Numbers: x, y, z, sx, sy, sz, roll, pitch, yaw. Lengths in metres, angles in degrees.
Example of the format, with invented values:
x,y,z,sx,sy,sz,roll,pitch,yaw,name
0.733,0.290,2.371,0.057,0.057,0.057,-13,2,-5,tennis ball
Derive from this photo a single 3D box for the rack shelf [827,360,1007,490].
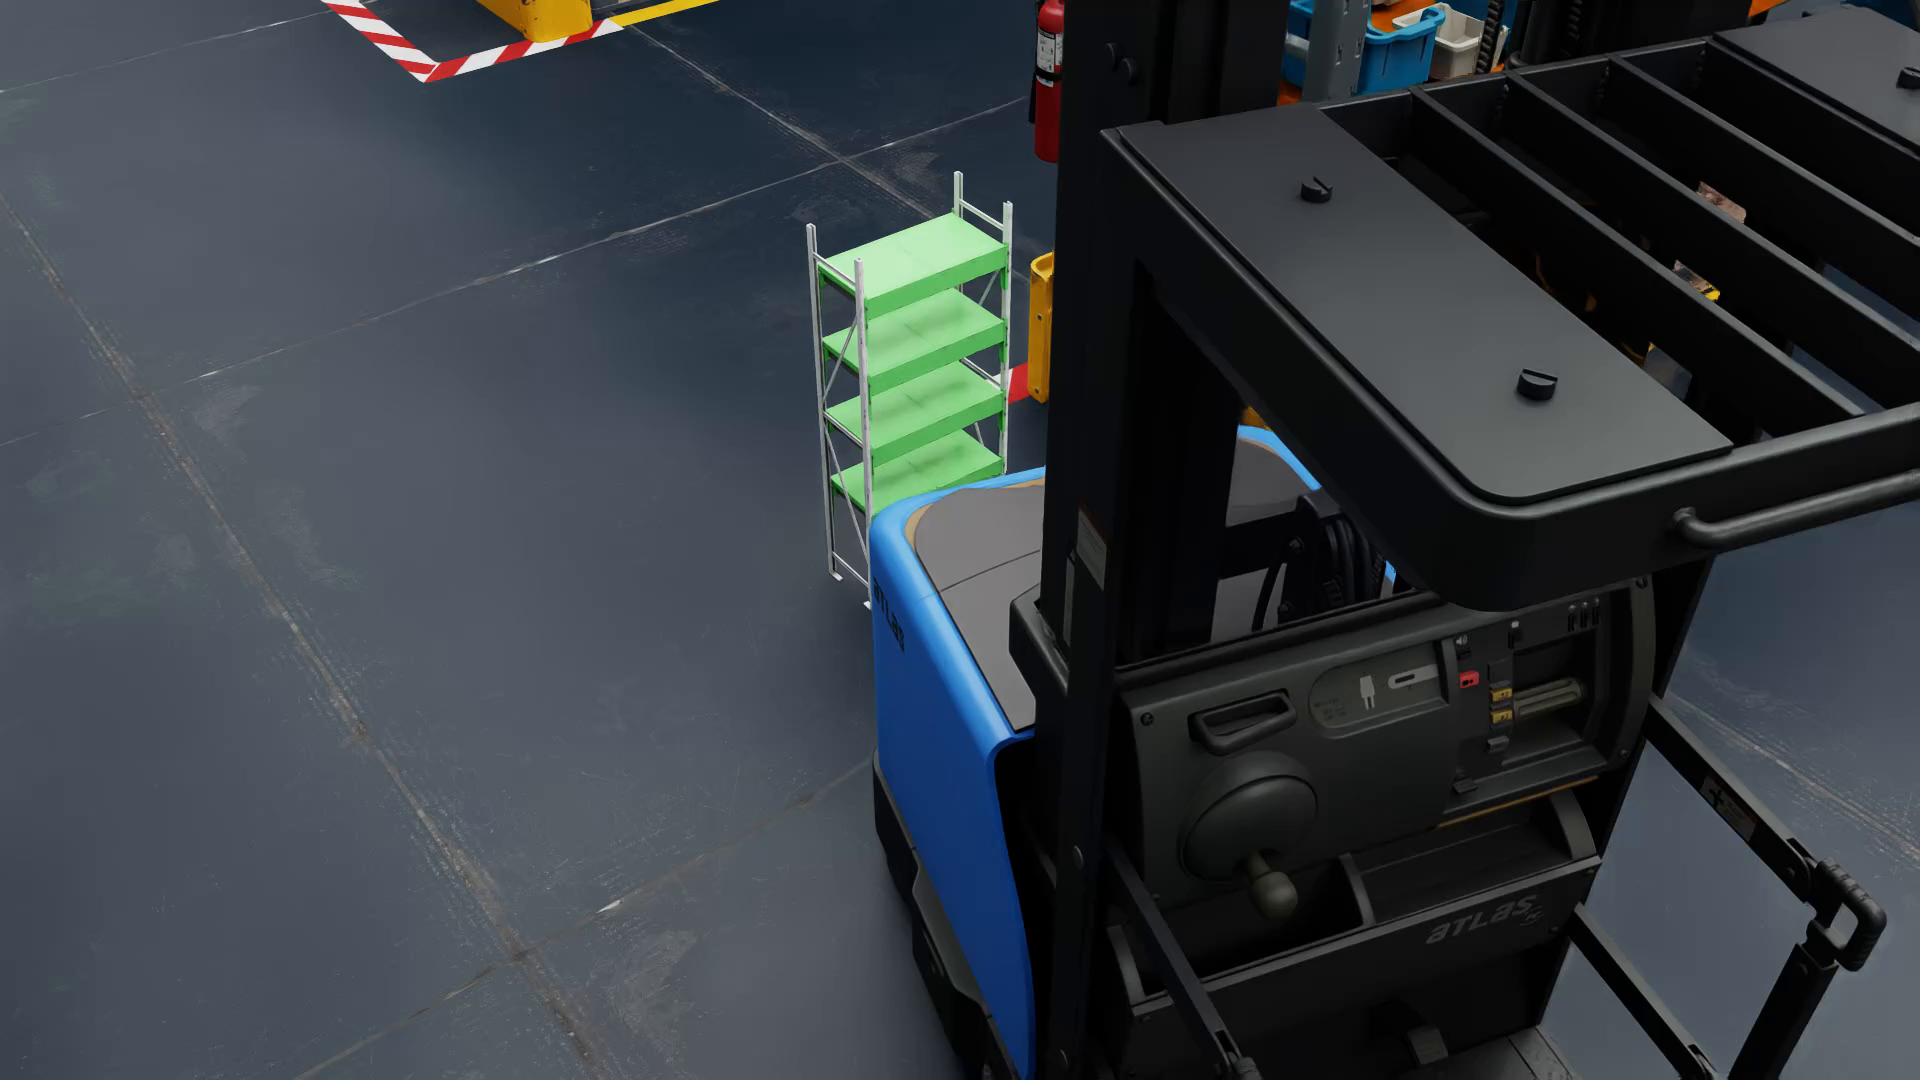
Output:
x,y,z,sx,sy,sz,roll,pitch,yaw,name
-0.131,-0.351,4.832,0.480,0.148,0.258,-26,46,-28,rack shelf

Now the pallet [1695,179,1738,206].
x,y,z,sx,sy,sz,roll,pitch,yaw,name
3.328,-1.654,7.100,1.213,0.211,1.003,-26,46,-28,pallet

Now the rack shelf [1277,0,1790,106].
x,y,z,sx,sy,sz,roll,pitch,yaw,name
2.301,-1.985,5.872,4.000,0.370,1.077,-26,46,-28,rack shelf

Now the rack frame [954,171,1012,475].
x,y,z,sx,sy,sz,roll,pitch,yaw,name
0.062,-0.494,4.906,0.015,1.200,0.240,-26,46,-28,rack frame

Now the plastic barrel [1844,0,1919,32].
x,y,z,sx,sy,sz,roll,pitch,yaw,name
4.329,-2.589,7.364,0.708,0.901,0.600,-26,46,-28,plastic barrel

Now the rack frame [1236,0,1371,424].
x,y,z,sx,sy,sz,roll,pitch,yaw,name
0.715,-1.490,4.701,0.127,3.000,1.000,-26,46,-28,rack frame

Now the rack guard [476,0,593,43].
x,y,z,sx,sy,sz,roll,pitch,yaw,name
-2.322,-3.005,8.519,0.348,0.500,1.175,-26,46,-28,rack guard

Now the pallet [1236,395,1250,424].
x,y,z,sx,sy,sz,roll,pitch,yaw,name
1.393,-0.711,5.950,1.213,0.211,1.003,-26,46,-28,pallet

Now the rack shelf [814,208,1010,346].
x,y,z,sx,sy,sz,roll,pitch,yaw,name
-0.131,-0.722,4.527,0.480,0.148,0.258,-26,46,-28,rack shelf

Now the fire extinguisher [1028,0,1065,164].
x,y,z,sx,sy,sz,roll,pitch,yaw,name
0.319,-1.486,5.052,0.183,0.674,0.296,-26,46,-28,fire extinguisher

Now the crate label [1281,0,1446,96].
x,y,z,sx,sy,sz,roll,pitch,yaw,name
1.112,-1.378,4.650,0.303,0.233,0.416,-26,46,-28,crate label

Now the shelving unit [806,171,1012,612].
x,y,z,sx,sy,sz,roll,pitch,yaw,name
-0.131,-0.400,4.791,0.503,1.200,0.258,-26,46,-28,shelving unit

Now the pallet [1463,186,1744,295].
x,y,z,sx,sy,sz,roll,pitch,yaw,name
2.360,-1.180,6.522,1.213,0.211,1.003,-26,46,-28,pallet

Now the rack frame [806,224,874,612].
x,y,z,sx,sy,sz,roll,pitch,yaw,name
-0.325,-0.306,4.676,0.015,1.200,0.240,-26,46,-28,rack frame

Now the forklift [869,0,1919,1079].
x,y,z,sx,sy,sz,roll,pitch,yaw,name
0.773,0.388,2.466,1.130,2.935,3.031,-13,41,-16,forklift

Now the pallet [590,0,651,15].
x,y,z,sx,sy,sz,roll,pitch,yaw,name
-1.716,-3.251,9.047,1.213,0.211,1.003,-26,46,-28,pallet

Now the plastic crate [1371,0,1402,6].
x,y,z,sx,sy,sz,roll,pitch,yaw,name
1.252,-1.817,5.261,0.243,0.136,0.396,-26,46,-28,plastic crate

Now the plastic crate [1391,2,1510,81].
x,y,z,sx,sy,sz,roll,pitch,yaw,name
1.417,-1.423,4.781,0.298,0.136,0.250,-26,46,-28,plastic crate

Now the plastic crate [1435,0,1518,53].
x,y,z,sx,sy,sz,roll,pitch,yaw,name
1.634,-1.633,4.960,0.300,0.233,0.416,-26,46,-28,plastic crate

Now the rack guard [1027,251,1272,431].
x,y,z,sx,sy,sz,roll,pitch,yaw,name
0.704,-0.508,5.475,0.348,0.500,1.175,-26,46,-28,rack guard

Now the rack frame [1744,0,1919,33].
x,y,z,sx,sy,sz,roll,pitch,yaw,name
3.887,-3.036,6.586,0.127,3.000,1.000,-26,46,-28,rack frame

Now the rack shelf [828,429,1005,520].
x,y,z,sx,sy,sz,roll,pitch,yaw,name
-0.131,-0.165,4.984,0.480,0.148,0.258,-26,46,-28,rack shelf

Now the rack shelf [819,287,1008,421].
x,y,z,sx,sy,sz,roll,pitch,yaw,name
-0.131,-0.536,4.680,0.480,0.148,0.258,-26,46,-28,rack shelf
